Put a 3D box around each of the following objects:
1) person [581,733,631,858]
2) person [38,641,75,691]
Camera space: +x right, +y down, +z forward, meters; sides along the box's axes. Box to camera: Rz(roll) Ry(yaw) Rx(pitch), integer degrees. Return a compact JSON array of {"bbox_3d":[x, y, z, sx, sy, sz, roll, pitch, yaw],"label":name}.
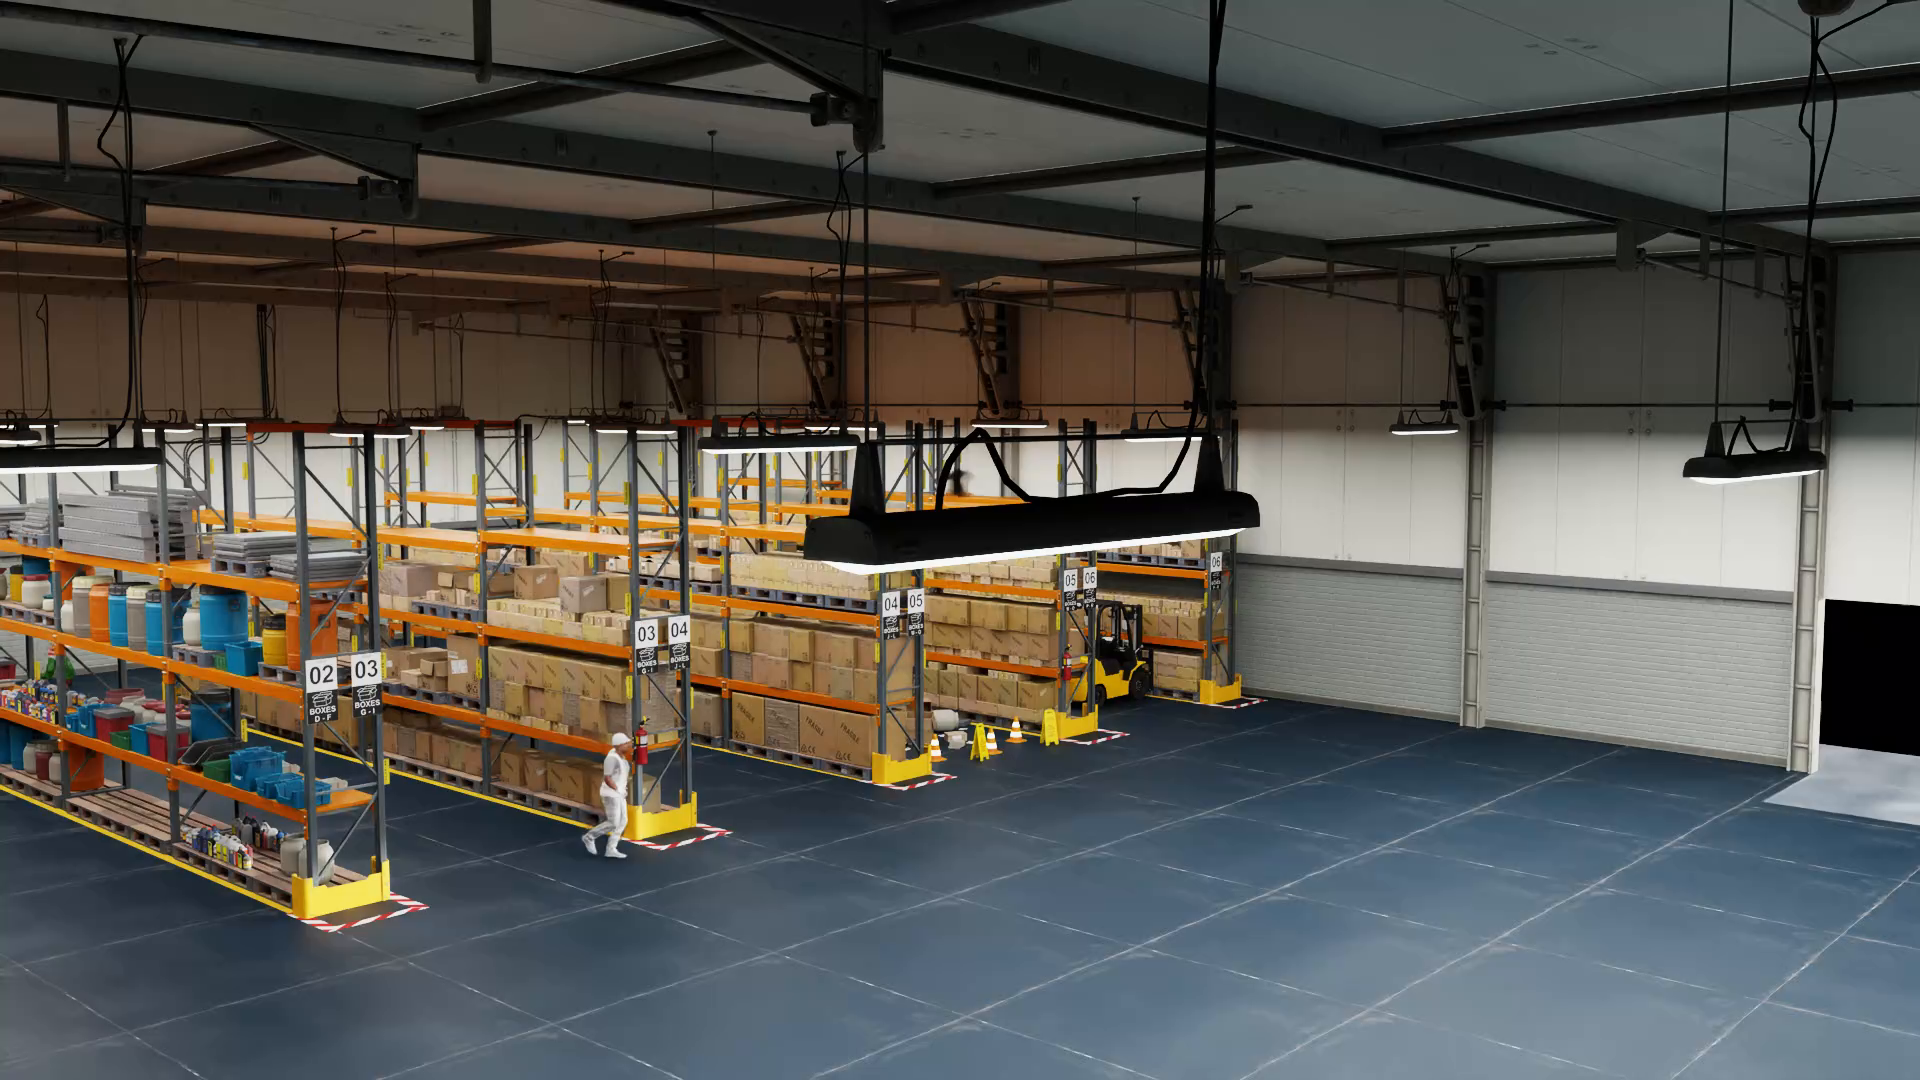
[{"bbox_3d":[-4.942,3.571,23.307,0.695,1.756,0.702,1,5,6],"label":"person"},{"bbox_3d":[-19.330,2.540,35.514,0.927,1.831,0.670,-1,5,-11],"label":"person"}]
